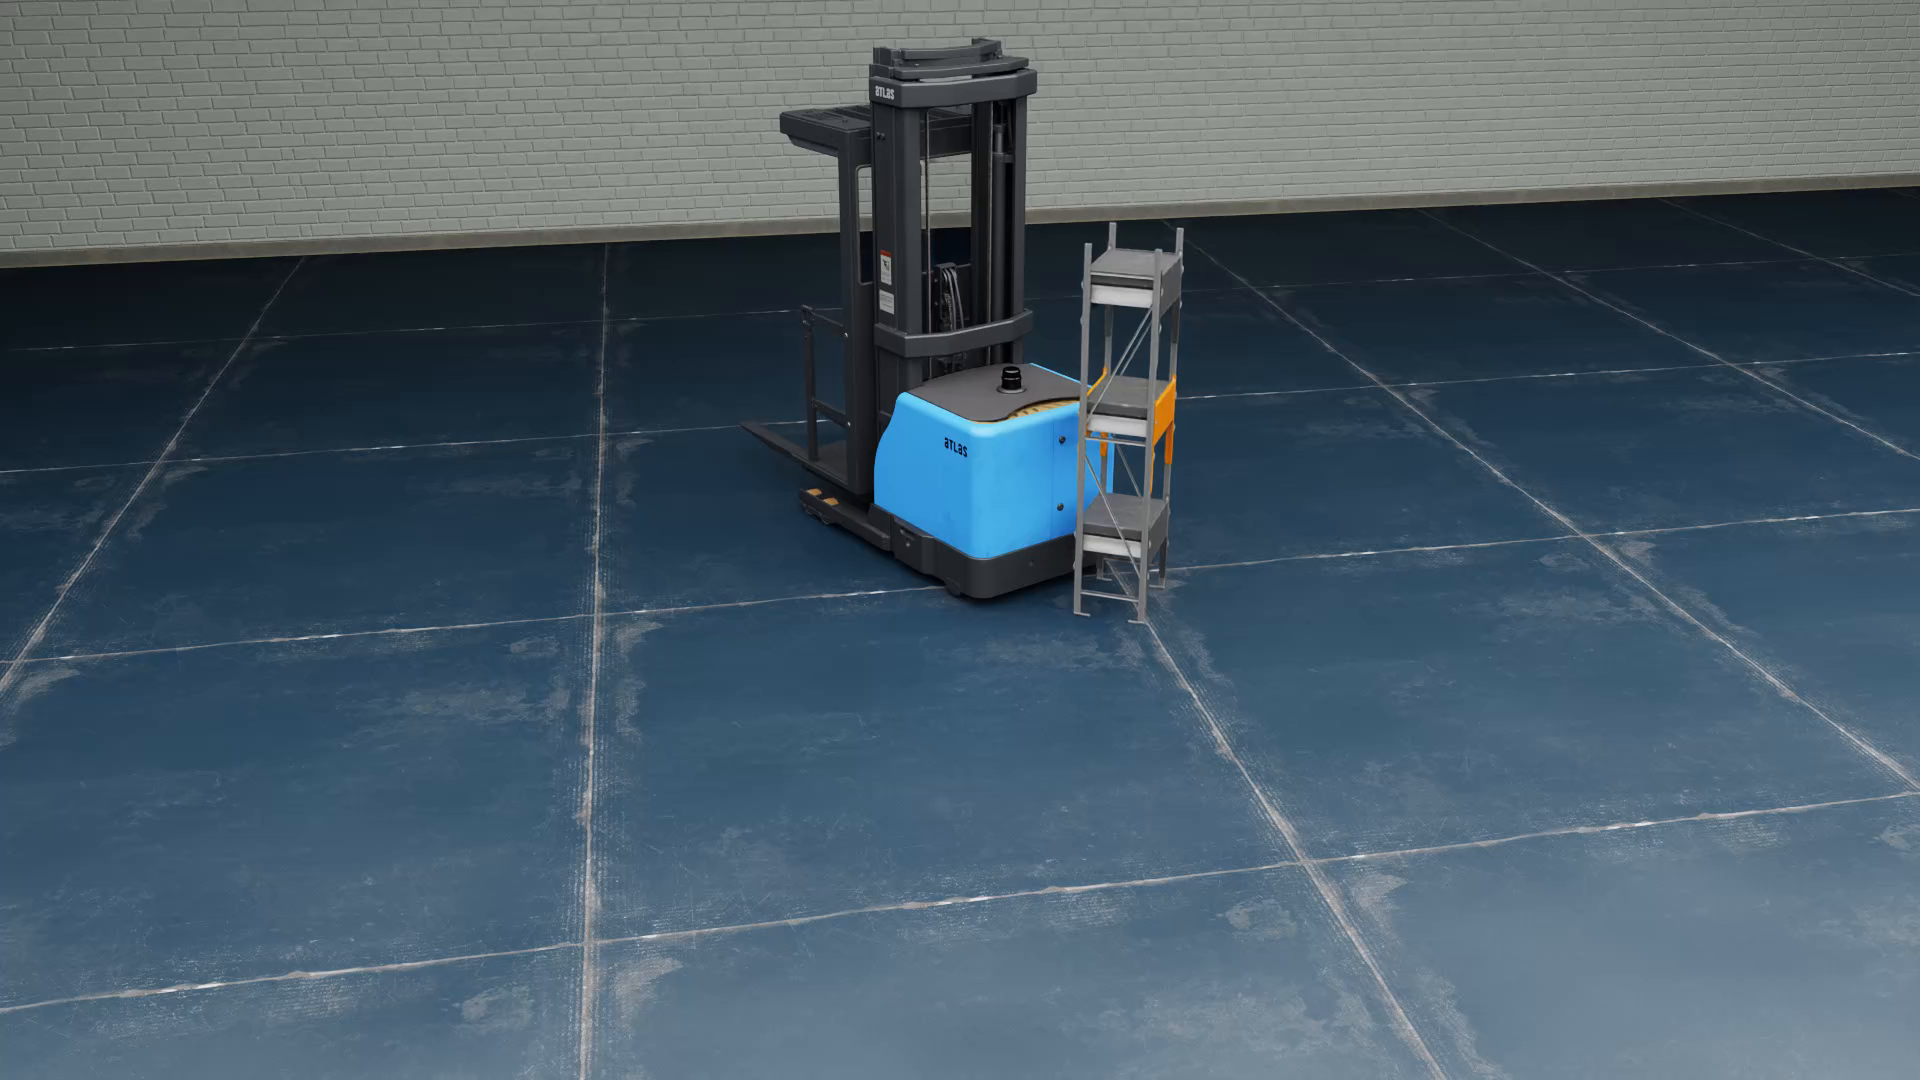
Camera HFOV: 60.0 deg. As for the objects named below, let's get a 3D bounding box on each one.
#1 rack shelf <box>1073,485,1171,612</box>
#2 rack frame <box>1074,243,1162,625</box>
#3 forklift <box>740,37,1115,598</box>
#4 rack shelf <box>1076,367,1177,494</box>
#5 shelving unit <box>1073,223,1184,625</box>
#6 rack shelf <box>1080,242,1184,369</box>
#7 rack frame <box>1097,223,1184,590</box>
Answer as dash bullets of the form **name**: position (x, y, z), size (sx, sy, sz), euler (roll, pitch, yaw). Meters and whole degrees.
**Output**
- **rack shelf**: position (0.908, 0.041, 9.315), size (0.431, 0.518, 0.480), euler (8, 25, 18)
- **rack frame**: position (0.825, -0.520, 8.817), size (0.400, 2.100, 0.015), euler (8, 25, 18)
- **forklift**: position (-0.370, -1.545, 10.125), size (1.130, 2.935, 3.031), euler (-16, 28, -33)
- **rack shelf**: position (0.907, -0.600, 9.033), size (0.431, 0.518, 0.480), euler (8, 25, 18)
- **shelving unit**: position (0.907, -0.613, 9.028), size (0.431, 2.100, 0.503), euler (8, 25, 18)
- **rack shelf**: position (0.906, -1.241, 8.752), size (0.431, 0.518, 0.480), euler (8, 25, 18)
- **rack frame**: position (0.989, -0.705, 9.238), size (0.400, 2.100, 0.015), euler (8, 25, 18)
